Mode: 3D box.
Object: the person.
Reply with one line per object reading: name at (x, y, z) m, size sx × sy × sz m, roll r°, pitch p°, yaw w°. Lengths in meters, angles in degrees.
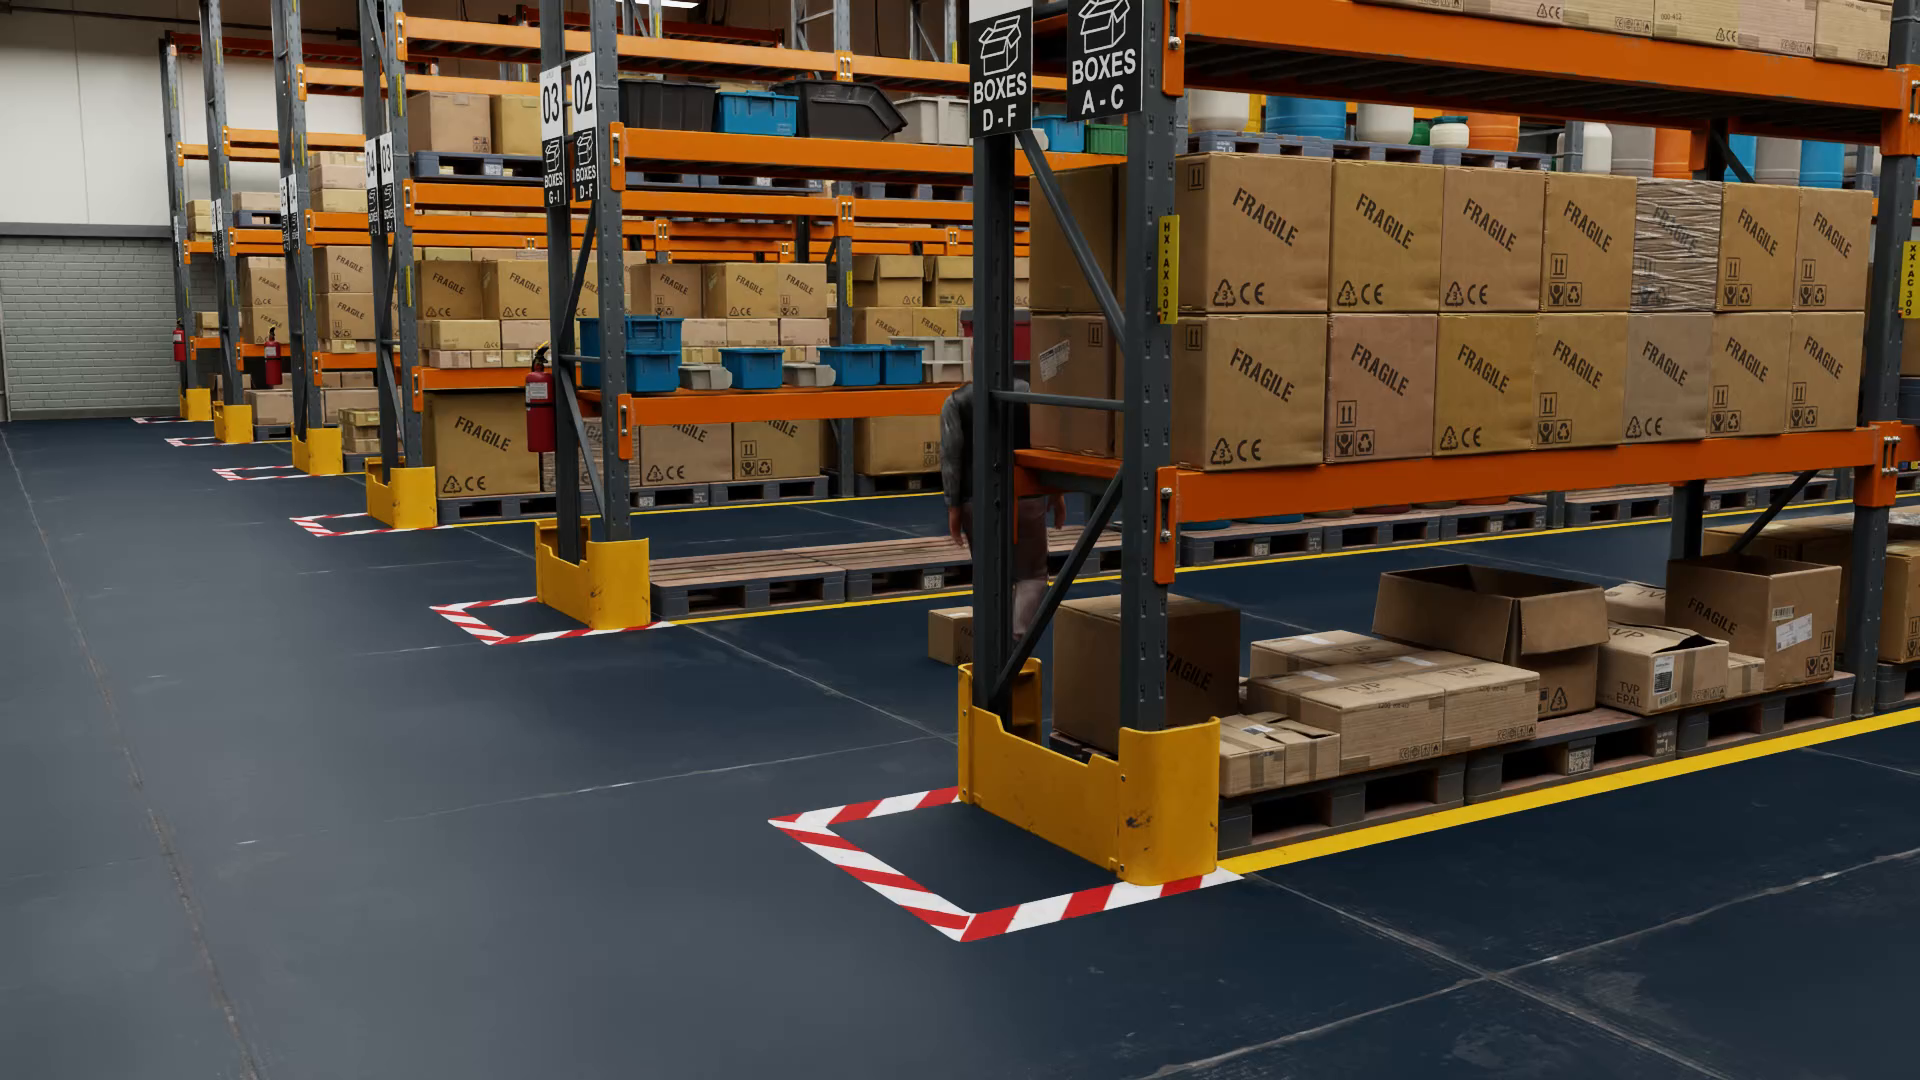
person at (0.206, -0.152, 7.993) m, size 0.605 × 1.708 × 0.857 m, roll 1°, pitch 8°, yaw 4°
